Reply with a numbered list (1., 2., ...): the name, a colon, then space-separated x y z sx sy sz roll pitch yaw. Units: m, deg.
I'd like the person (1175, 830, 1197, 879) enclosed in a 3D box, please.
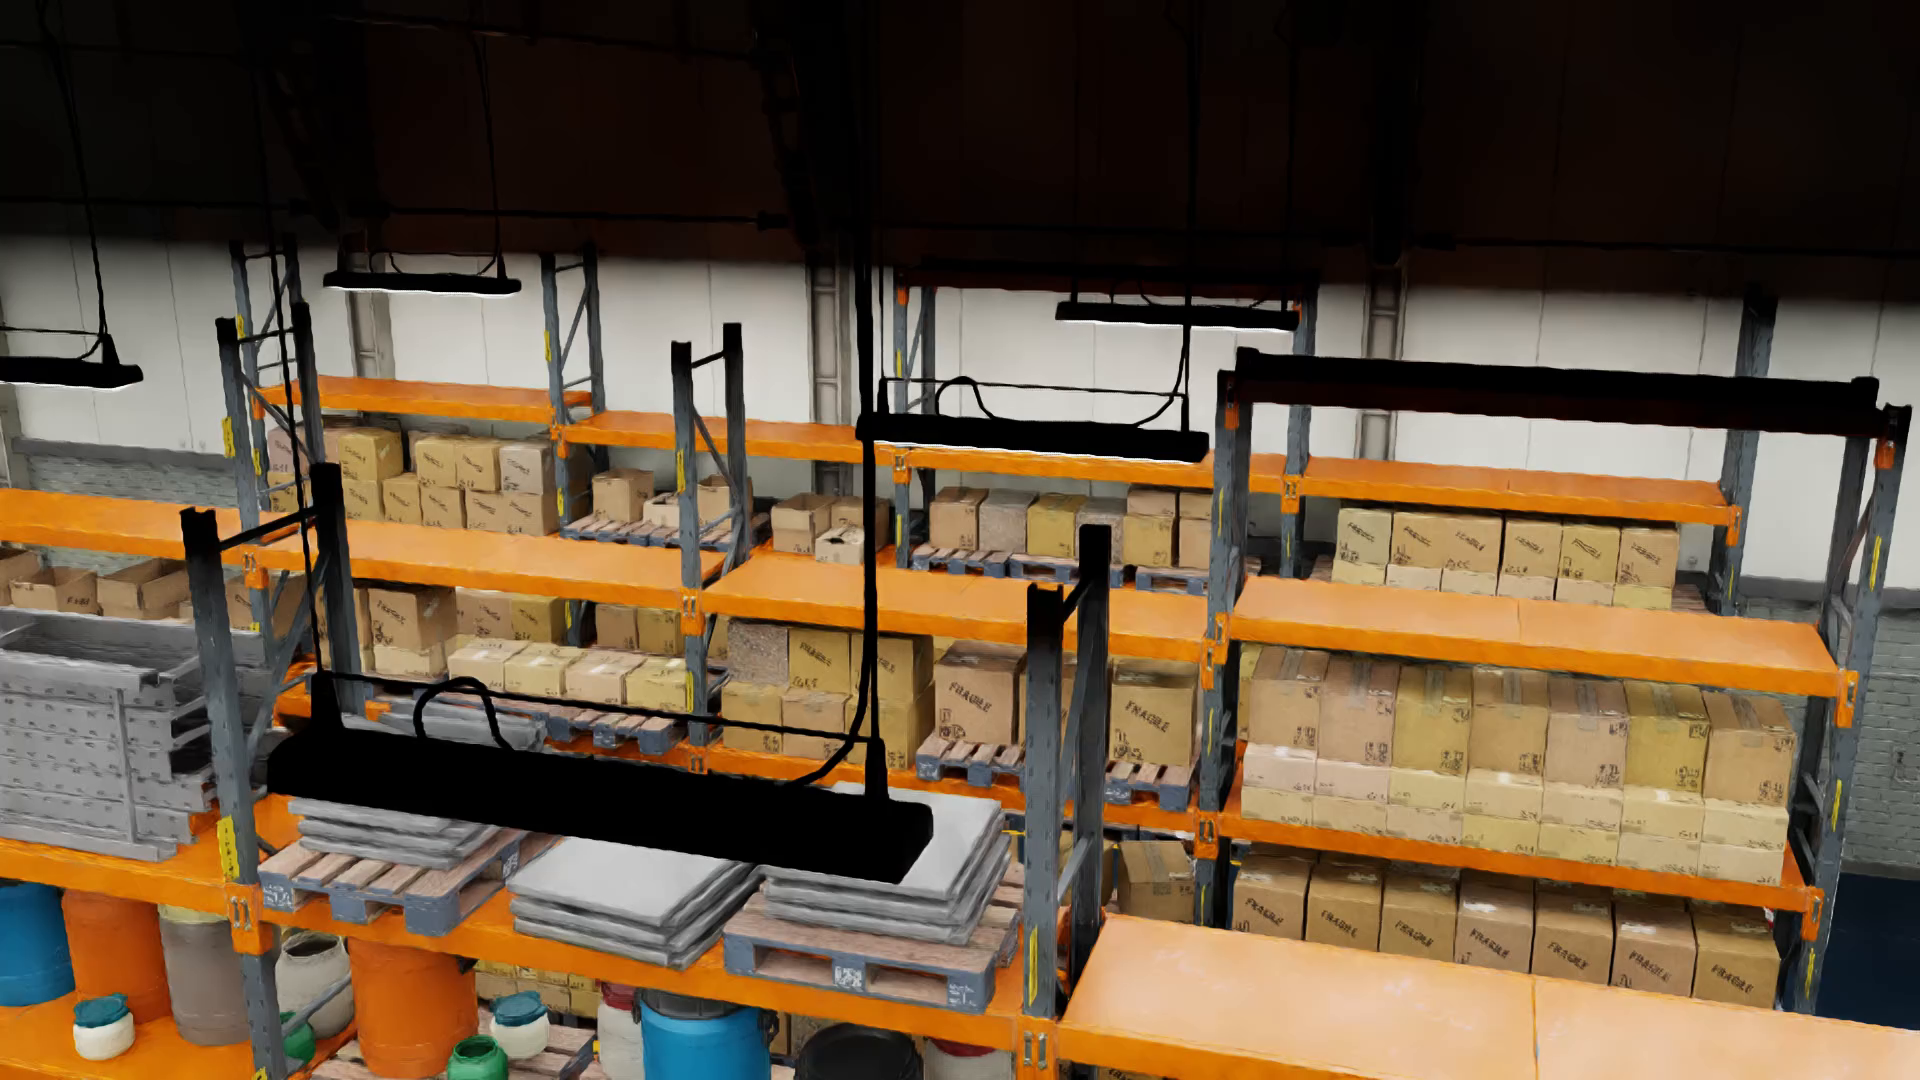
1. person: 2.067 3.232 14.441 1.116 1.700 0.543 4 17 14
